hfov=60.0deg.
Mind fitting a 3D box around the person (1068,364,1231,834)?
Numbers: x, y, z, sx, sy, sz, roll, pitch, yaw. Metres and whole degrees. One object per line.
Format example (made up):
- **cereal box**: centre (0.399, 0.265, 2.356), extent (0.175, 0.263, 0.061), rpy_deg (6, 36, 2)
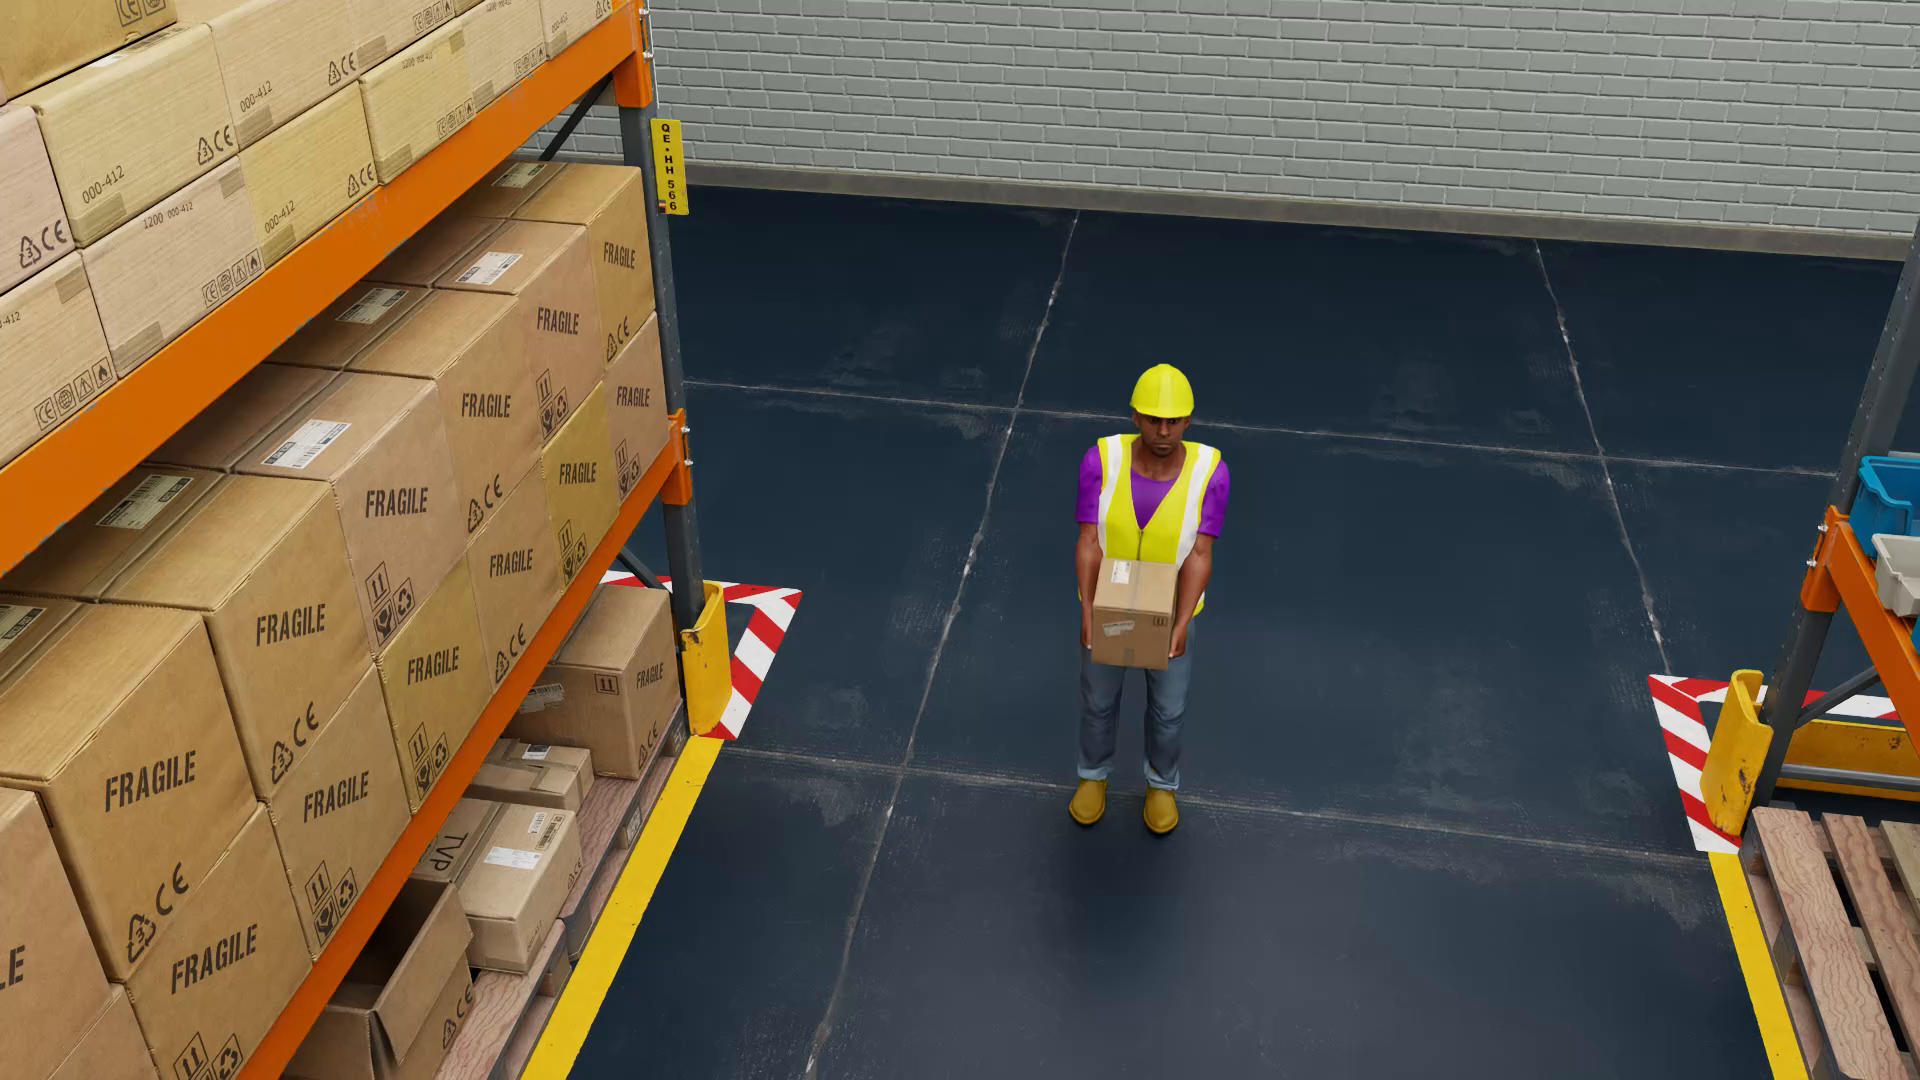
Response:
- **person**: centre (0.621, 0.277, 5.680), extent (0.501, 1.760, 0.587), rpy_deg (6, 33, 9)
